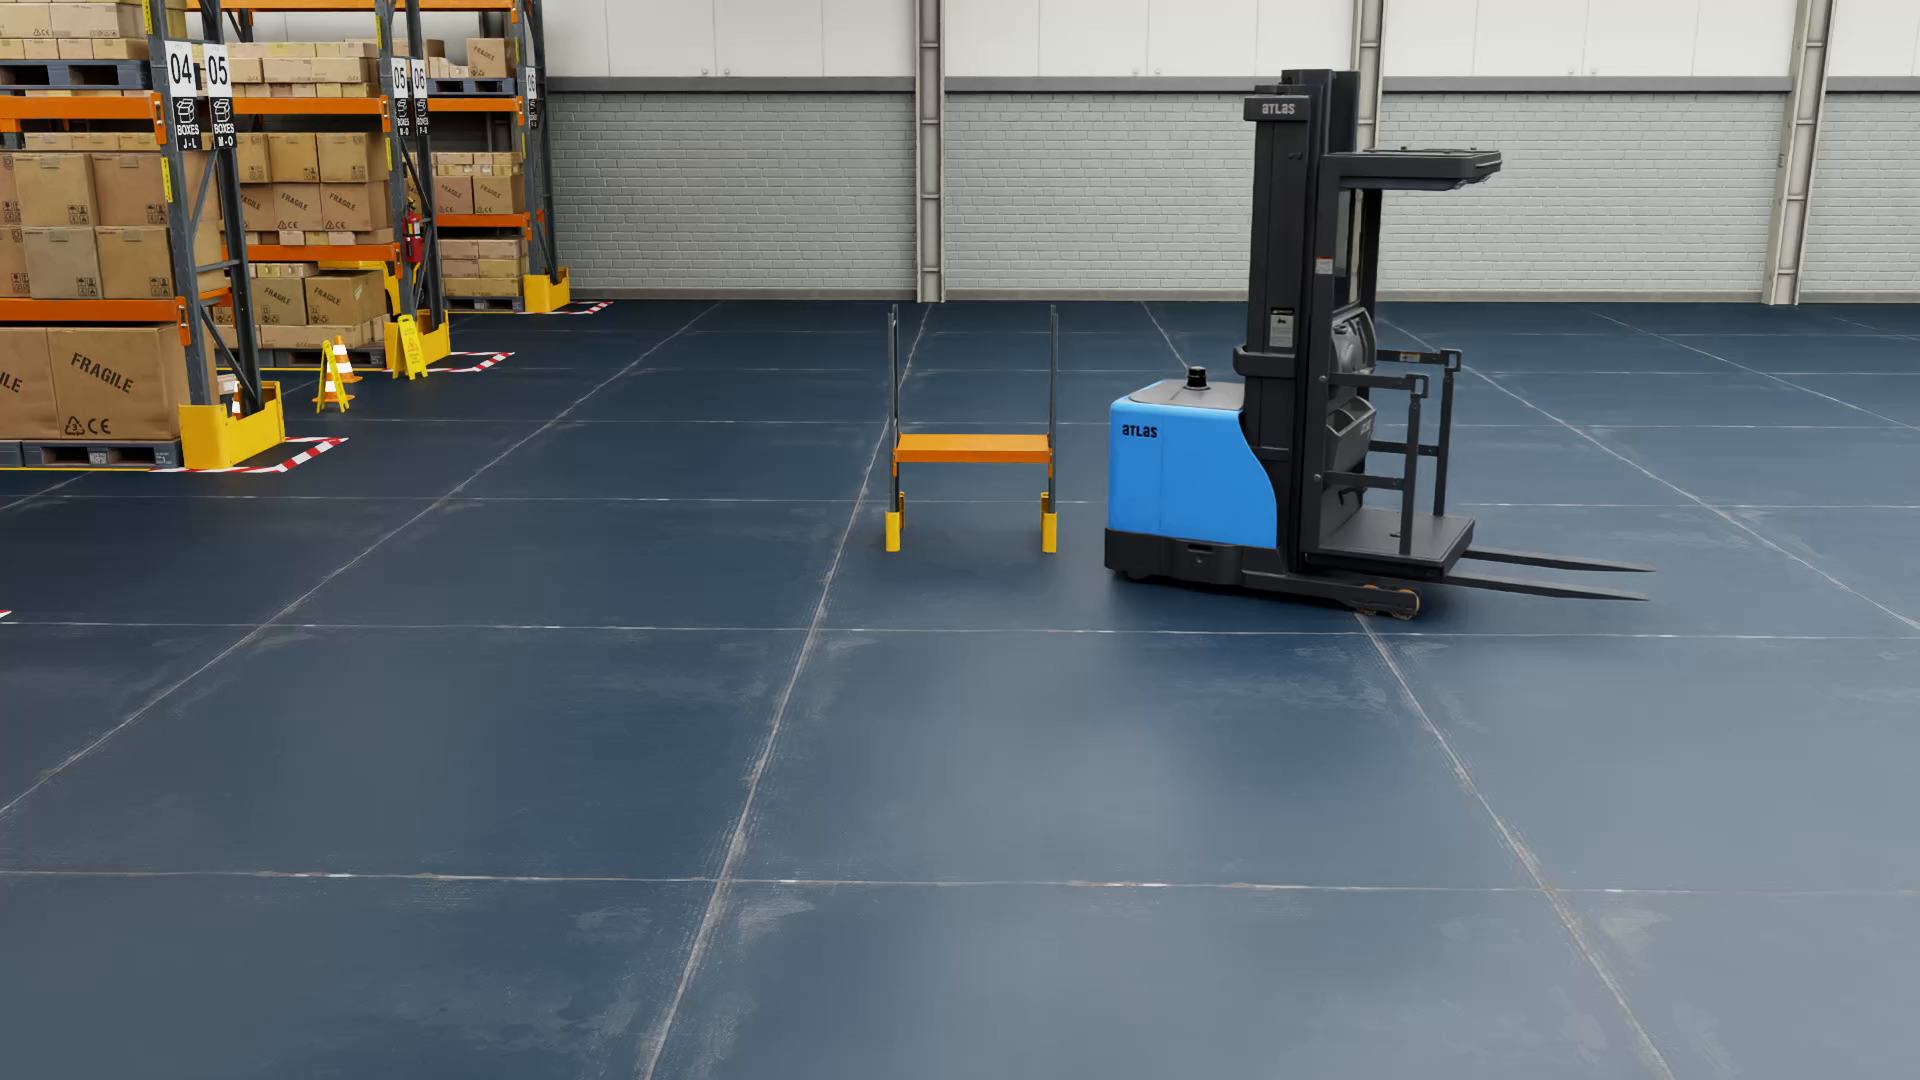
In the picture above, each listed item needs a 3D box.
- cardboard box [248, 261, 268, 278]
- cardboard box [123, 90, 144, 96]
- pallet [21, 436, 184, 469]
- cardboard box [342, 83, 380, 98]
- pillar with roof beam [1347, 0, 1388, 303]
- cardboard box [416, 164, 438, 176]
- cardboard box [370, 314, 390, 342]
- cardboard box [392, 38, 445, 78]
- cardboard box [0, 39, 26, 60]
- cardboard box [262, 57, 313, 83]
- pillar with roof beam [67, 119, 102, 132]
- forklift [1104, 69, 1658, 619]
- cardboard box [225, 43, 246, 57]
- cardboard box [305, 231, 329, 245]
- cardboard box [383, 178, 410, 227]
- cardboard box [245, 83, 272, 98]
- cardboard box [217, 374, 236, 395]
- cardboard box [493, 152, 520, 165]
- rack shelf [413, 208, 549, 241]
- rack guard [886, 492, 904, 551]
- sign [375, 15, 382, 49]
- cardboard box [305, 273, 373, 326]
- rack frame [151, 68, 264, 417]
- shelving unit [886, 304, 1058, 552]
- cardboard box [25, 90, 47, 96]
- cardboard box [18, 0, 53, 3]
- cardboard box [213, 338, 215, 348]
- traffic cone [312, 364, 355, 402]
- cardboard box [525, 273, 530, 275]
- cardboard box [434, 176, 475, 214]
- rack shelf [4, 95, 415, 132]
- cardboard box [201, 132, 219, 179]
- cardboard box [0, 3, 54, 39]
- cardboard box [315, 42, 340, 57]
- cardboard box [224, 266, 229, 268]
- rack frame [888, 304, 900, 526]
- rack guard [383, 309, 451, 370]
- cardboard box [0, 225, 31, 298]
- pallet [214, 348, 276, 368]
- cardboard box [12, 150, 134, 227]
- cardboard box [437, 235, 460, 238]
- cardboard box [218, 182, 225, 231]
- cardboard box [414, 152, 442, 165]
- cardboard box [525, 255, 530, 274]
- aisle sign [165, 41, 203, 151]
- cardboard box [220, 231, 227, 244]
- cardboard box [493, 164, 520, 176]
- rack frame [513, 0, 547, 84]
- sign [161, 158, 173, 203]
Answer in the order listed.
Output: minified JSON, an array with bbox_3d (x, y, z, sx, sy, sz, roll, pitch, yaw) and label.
[{"bbox_3d":[-7.551,-2.889,17.736,0.250,0.149,0.380,1,15,4],"label":"cardboard box"},{"bbox_3d":[-8.526,-4.695,17.369,0.250,0.149,0.380,0,15,0],"label":"cardboard box"},{"bbox_3d":[-6.687,-0.785,13.400,1.213,0.211,1.003,0,15,1],"label":"pallet"},{"bbox_3d":[-6.224,-4.671,17.276,0.250,0.149,0.380,0,15,2],"label":"cardboard box"},{"bbox_3d":[5.476,-6.636,18.351,0.400,9.000,9.100,0,15,1],"label":"pillar with roof beam"},{"bbox_3d":[-7.120,-4.975,22.349,0.250,0.149,0.380,0,15,0],"label":"cardboard box"},{"bbox_3d":[-6.659,-2.360,18.472,0.500,0.250,0.500,0,15,1],"label":"cardboard box"},{"bbox_3d":[-7.207,-6.400,22.121,0.500,0.500,0.700,0,15,2],"label":"cardboard box"},{"bbox_3d":[-6.988,-3.649,12.384,0.250,0.149,0.380,1,15,2],"label":"cardboard box"},{"bbox_3d":[-6.881,-4.874,17.265,0.500,0.250,0.500,0,15,1],"label":"cardboard box"},{"bbox_3d":[-12.518,-6.753,18.796,0.400,9.000,9.100,0,15,1],"label":"pillar with roof beam"},{"bbox_3d":[2.420,-1.133,9.389,3.031,2.935,1.130,7,16,25],"label":"forklift"},{"bbox_3d":[-7.475,-5.087,17.291,0.250,0.149,0.380,0,15,0],"label":"cardboard box"},{"bbox_3d":[-6.751,-3.218,17.648,0.250,0.149,0.380,0,15,0],"label":"cardboard box"},{"bbox_3d":[-6.326,-3.677,18.117,0.500,0.500,0.500,0,15,1],"label":"cardboard box"},{"bbox_3d":[-7.240,-4.682,17.320,0.250,0.149,0.380,0,15,1],"label":"cardboard box"},{"bbox_3d":[-7.221,-1.526,16.331,0.250,0.149,0.380,9,17,30],"label":"cardboard box"},{"bbox_3d":[-6.100,-5.131,22.357,0.250,0.149,0.380,0,15,2],"label":"cardboard box"},{"bbox_3d":[-7.736,-4.342,22.827,4.000,0.370,1.077,0,15,1],"label":"rack shelf"},{"bbox_3d":[-0.422,-0.124,10.818,0.087,0.250,0.587,0,15,1],"label":"rack guard"},{"bbox_3d":[-5.894,-5.148,16.856,0.005,0.325,0.100,0,15,1],"label":"sign"},{"bbox_3d":[-6.667,-2.586,17.857,0.500,0.500,0.500,0,15,2],"label":"cardboard box"},{"bbox_3d":[-5.885,-2.148,13.101,0.127,3.000,1.000,0,15,1],"label":"rack frame"},{"bbox_3d":[0.076,-0.725,10.647,1.083,1.500,0.587,0,15,1],"label":"shelving unit"},{"bbox_3d":[-9.550,-4.700,17.389,0.250,0.149,0.380,0,15,1],"label":"cardboard box"},{"bbox_3d":[-6.736,-4.033,12.276,0.250,0.149,0.380,1,15,2],"label":"cardboard box"},{"bbox_3d":[-8.211,-2.234,17.995,0.500,0.250,0.500,0,15,1],"label":"cardboard box"},{"bbox_3d":[-6.011,-1.573,15.894,0.334,0.463,0.336,0,15,1],"label":"traffic cone"},{"bbox_3d":[-6.223,-3.603,23.184,0.500,0.250,0.500,0,15,2],"label":"cardboard box"},{"bbox_3d":[-6.754,-4.667,22.453,0.500,0.500,0.500,1,15,3],"label":"cardboard box"},{"bbox_3d":[-7.859,-4.526,17.646,4.000,0.370,1.077,0,15,1],"label":"rack shelf"},{"bbox_3d":[-7.889,-4.055,17.590,0.500,0.500,0.700,0,15,1],"label":"cardboard box"},{"bbox_3d":[-6.882,-3.856,12.388,0.500,0.250,0.500,0,15,2],"label":"cardboard box"},{"bbox_3d":[-6.462,-5.064,17.202,0.250,0.149,0.380,1,15,2],"label":"cardboard box"},{"bbox_3d":[-10.257,-3.758,23.036,0.625,0.625,0.875,1,15,4],"label":"cardboard box"},{"bbox_3d":[-0.423,-0.728,10.659,0.032,1.500,0.500,0,15,1],"label":"rack frame"},{"bbox_3d":[-5.936,-2.203,18.208,0.348,0.500,1.175,0,15,1],"label":"rack guard"},{"bbox_3d":[-7.364,-2.245,13.174,0.550,0.550,0.875,0,15,1],"label":"cardboard box"},{"bbox_3d":[-7.963,-2.086,18.332,1.213,0.211,1.003,0,15,1],"label":"pallet"},{"bbox_3d":[-6.807,-2.735,12.915,0.550,0.550,0.875,0,15,1],"label":"cardboard box"},{"bbox_3d":[-7.212,-4.093,23.082,0.500,0.250,0.500,0,15,1],"label":"cardboard box"},{"bbox_3d":[-7.916,-3.553,17.647,0.500,0.500,0.500,1,15,2],"label":"cardboard box"},{"bbox_3d":[-7.120,-5.113,22.291,0.250,0.149,0.380,1,15,3],"label":"cardboard box"},{"bbox_3d":[-6.201,-3.848,23.132,0.500,0.250,0.500,1,15,2],"label":"cardboard box"},{"bbox_3d":[-5.822,-3.328,12.477,0.004,0.787,0.394,0,15,1],"label":"aisle sign"},{"bbox_3d":[-7.767,-3.252,17.779,0.250,0.149,0.380,0,15,1],"label":"cardboard box"},{"bbox_3d":[-6.091,-4.969,22.328,0.250,0.149,0.380,1,15,2],"label":"cardboard box"},{"bbox_3d":[-5.737,-7.577,21.920,0.127,3.000,1.000,0,15,1],"label":"rack frame"},{"bbox_3d":[-5.913,-2.684,12.398,0.005,0.325,0.100,0,15,1],"label":"sign"}]
